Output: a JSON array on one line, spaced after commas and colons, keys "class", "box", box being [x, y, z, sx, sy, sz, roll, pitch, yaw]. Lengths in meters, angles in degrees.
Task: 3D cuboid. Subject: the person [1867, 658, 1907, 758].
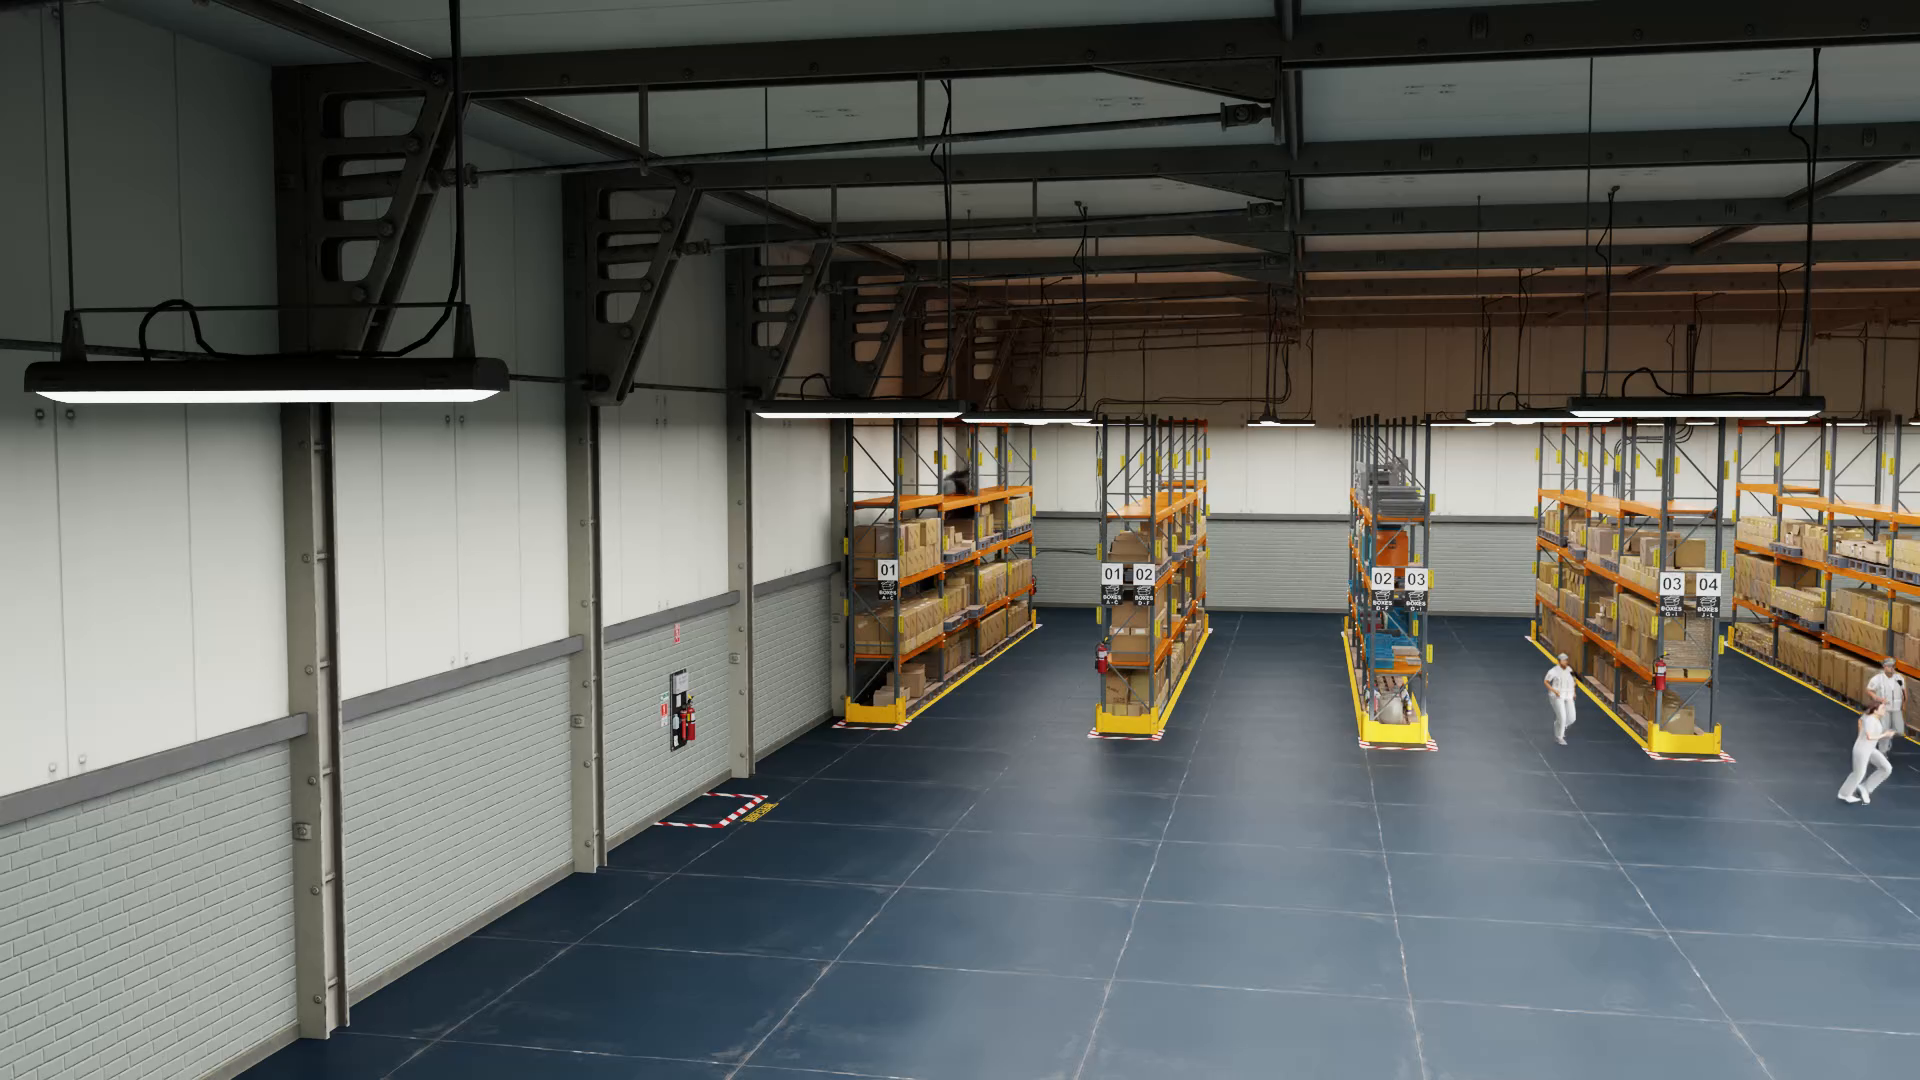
[{"class": "person", "box": [16.186, 2.924, 28.977, 0.686, 1.750, 0.579, 0, 4, 6]}]

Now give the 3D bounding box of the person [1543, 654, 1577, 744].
[{"class": "person", "box": [10.977, 2.886, 30.423, 0.629, 1.638, 0.547, -1, 4, -12]}]

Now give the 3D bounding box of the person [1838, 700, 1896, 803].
[{"class": "person", "box": [13.756, 3.212, 25.223, 0.537, 1.600, 0.794, -3, 5, -41]}]
